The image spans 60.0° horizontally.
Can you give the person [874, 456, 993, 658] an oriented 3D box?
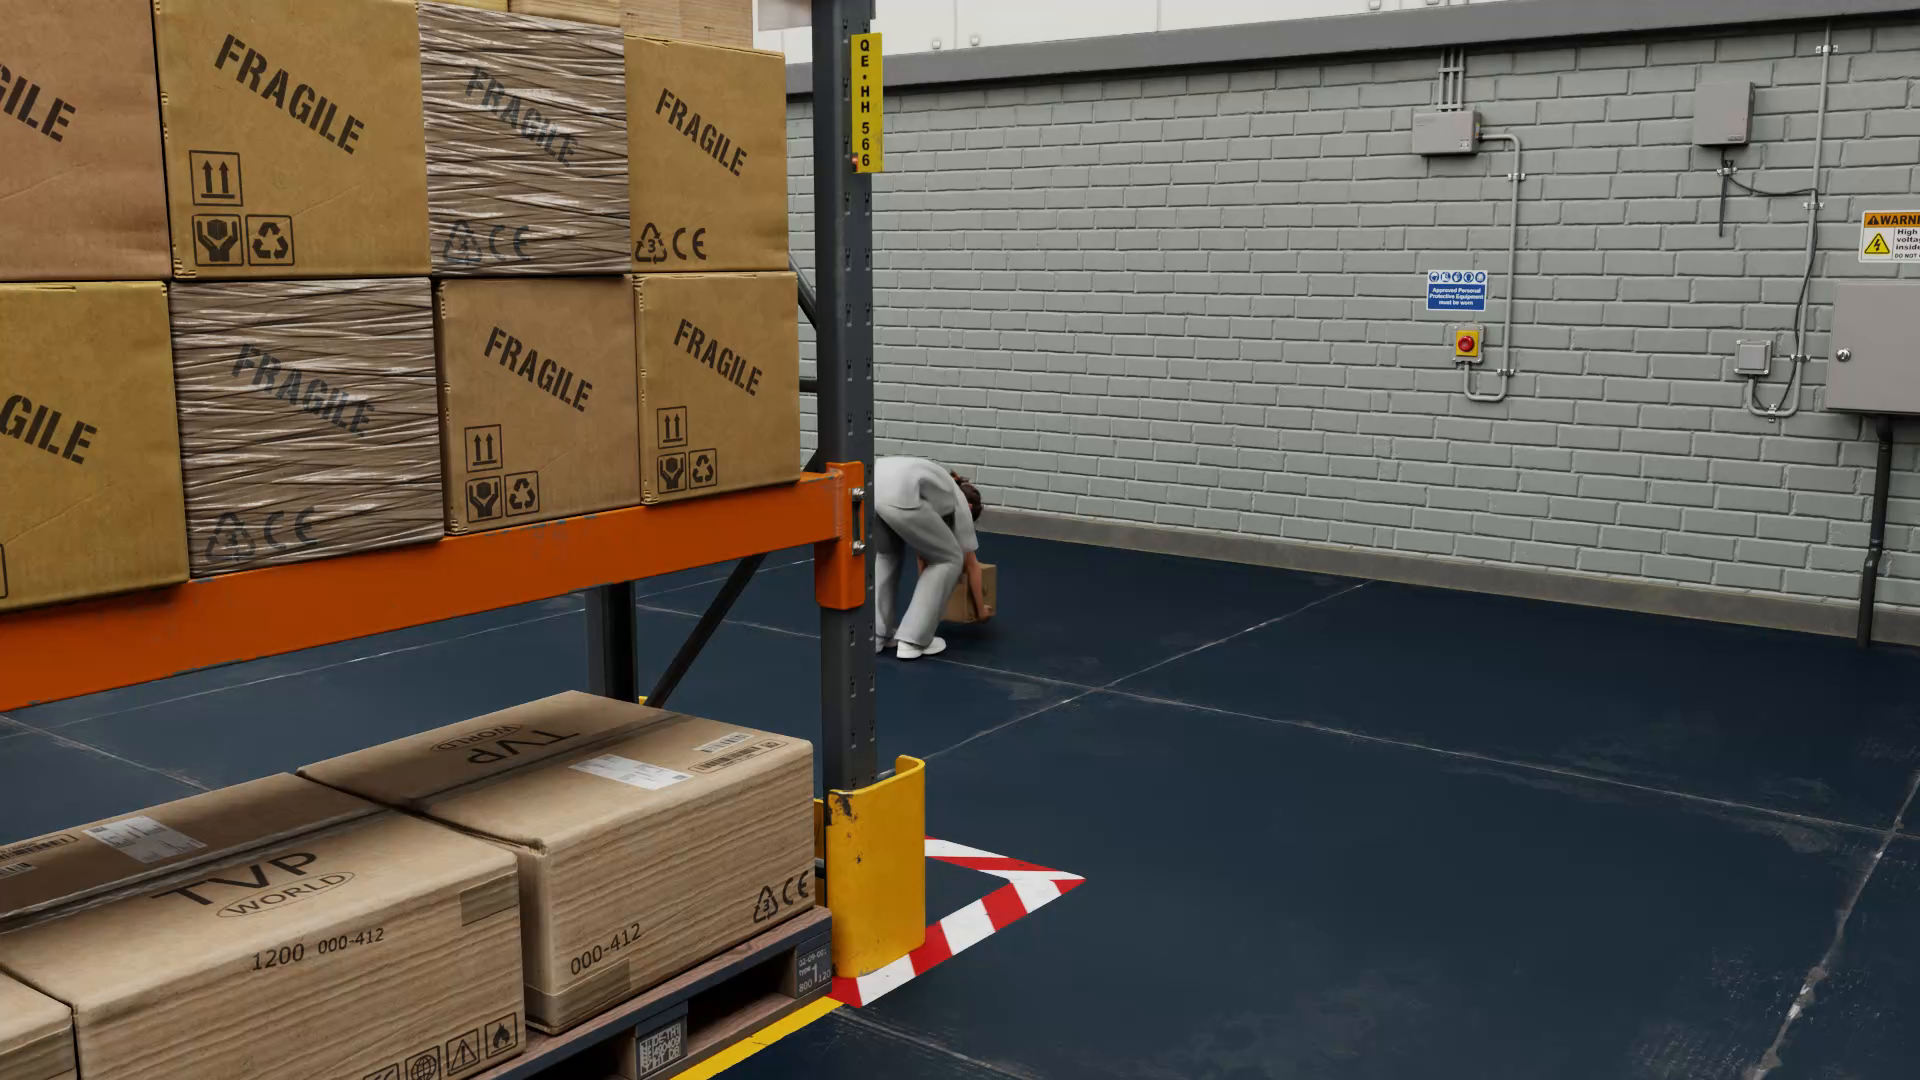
[{"bbox_3d":[-0.177,0.045,7.836,0.467,0.921,0.851,6,12,33],"label":"person"}]
